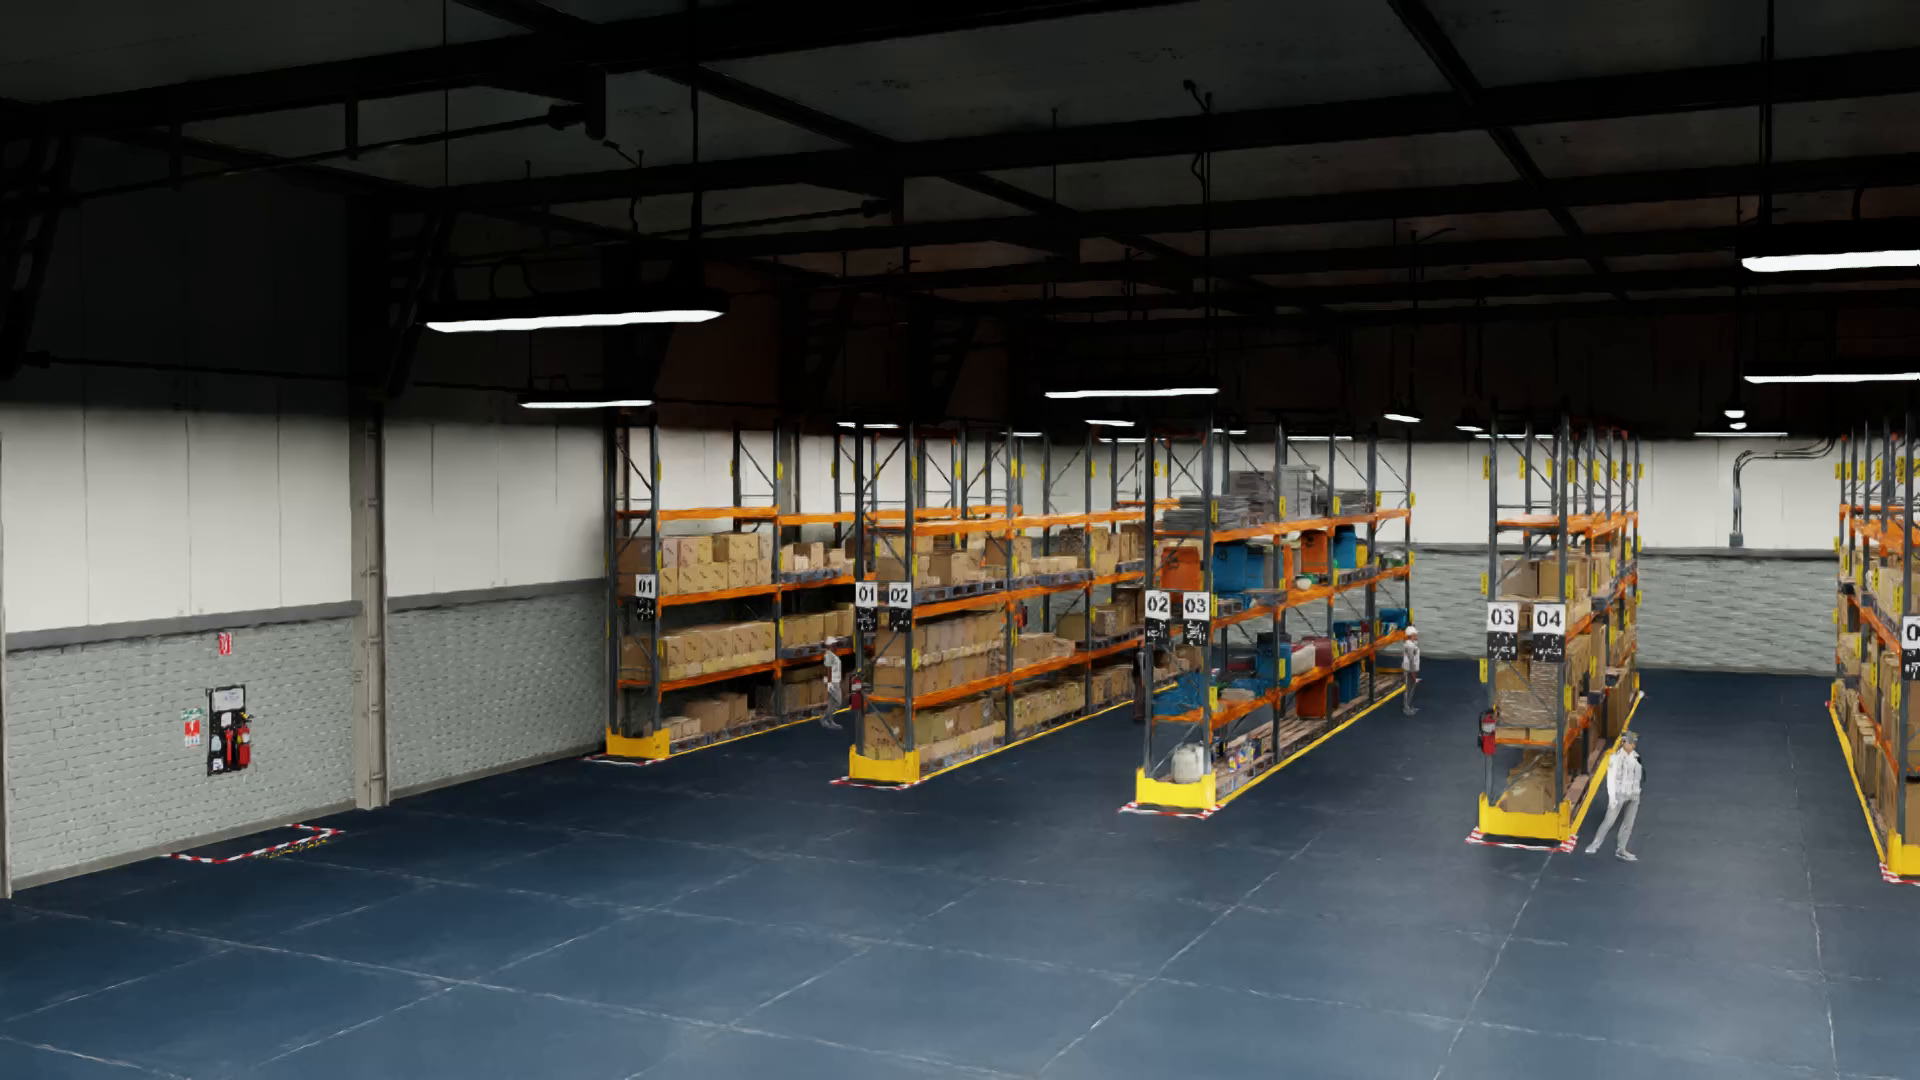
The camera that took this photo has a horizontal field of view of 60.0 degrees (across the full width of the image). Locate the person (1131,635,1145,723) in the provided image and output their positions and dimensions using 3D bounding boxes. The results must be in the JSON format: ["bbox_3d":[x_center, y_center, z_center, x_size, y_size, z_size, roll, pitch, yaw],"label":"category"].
[{"bbox_3d":[3.631,2.734,32.976,0.466,1.726,0.587,0,2,1],"label":"person"}]

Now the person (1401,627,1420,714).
[{"bbox_3d":[9.263,2.662,34.108,0.393,1.776,0.631,0,2,9],"label":"person"}]

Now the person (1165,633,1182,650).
[{"bbox_3d":[5.711,2.268,44.488,0.602,1.734,0.567,0,2,-10],"label":"person"}]

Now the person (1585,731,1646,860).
[{"bbox_3d":[8.430,3.272,21.389,0.669,1.663,0.500,-1,2,-16],"label":"person"}]

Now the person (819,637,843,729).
[{"bbox_3d":[-2.491,2.762,32.106,0.444,1.773,0.604,0,2,-1],"label":"person"}]
